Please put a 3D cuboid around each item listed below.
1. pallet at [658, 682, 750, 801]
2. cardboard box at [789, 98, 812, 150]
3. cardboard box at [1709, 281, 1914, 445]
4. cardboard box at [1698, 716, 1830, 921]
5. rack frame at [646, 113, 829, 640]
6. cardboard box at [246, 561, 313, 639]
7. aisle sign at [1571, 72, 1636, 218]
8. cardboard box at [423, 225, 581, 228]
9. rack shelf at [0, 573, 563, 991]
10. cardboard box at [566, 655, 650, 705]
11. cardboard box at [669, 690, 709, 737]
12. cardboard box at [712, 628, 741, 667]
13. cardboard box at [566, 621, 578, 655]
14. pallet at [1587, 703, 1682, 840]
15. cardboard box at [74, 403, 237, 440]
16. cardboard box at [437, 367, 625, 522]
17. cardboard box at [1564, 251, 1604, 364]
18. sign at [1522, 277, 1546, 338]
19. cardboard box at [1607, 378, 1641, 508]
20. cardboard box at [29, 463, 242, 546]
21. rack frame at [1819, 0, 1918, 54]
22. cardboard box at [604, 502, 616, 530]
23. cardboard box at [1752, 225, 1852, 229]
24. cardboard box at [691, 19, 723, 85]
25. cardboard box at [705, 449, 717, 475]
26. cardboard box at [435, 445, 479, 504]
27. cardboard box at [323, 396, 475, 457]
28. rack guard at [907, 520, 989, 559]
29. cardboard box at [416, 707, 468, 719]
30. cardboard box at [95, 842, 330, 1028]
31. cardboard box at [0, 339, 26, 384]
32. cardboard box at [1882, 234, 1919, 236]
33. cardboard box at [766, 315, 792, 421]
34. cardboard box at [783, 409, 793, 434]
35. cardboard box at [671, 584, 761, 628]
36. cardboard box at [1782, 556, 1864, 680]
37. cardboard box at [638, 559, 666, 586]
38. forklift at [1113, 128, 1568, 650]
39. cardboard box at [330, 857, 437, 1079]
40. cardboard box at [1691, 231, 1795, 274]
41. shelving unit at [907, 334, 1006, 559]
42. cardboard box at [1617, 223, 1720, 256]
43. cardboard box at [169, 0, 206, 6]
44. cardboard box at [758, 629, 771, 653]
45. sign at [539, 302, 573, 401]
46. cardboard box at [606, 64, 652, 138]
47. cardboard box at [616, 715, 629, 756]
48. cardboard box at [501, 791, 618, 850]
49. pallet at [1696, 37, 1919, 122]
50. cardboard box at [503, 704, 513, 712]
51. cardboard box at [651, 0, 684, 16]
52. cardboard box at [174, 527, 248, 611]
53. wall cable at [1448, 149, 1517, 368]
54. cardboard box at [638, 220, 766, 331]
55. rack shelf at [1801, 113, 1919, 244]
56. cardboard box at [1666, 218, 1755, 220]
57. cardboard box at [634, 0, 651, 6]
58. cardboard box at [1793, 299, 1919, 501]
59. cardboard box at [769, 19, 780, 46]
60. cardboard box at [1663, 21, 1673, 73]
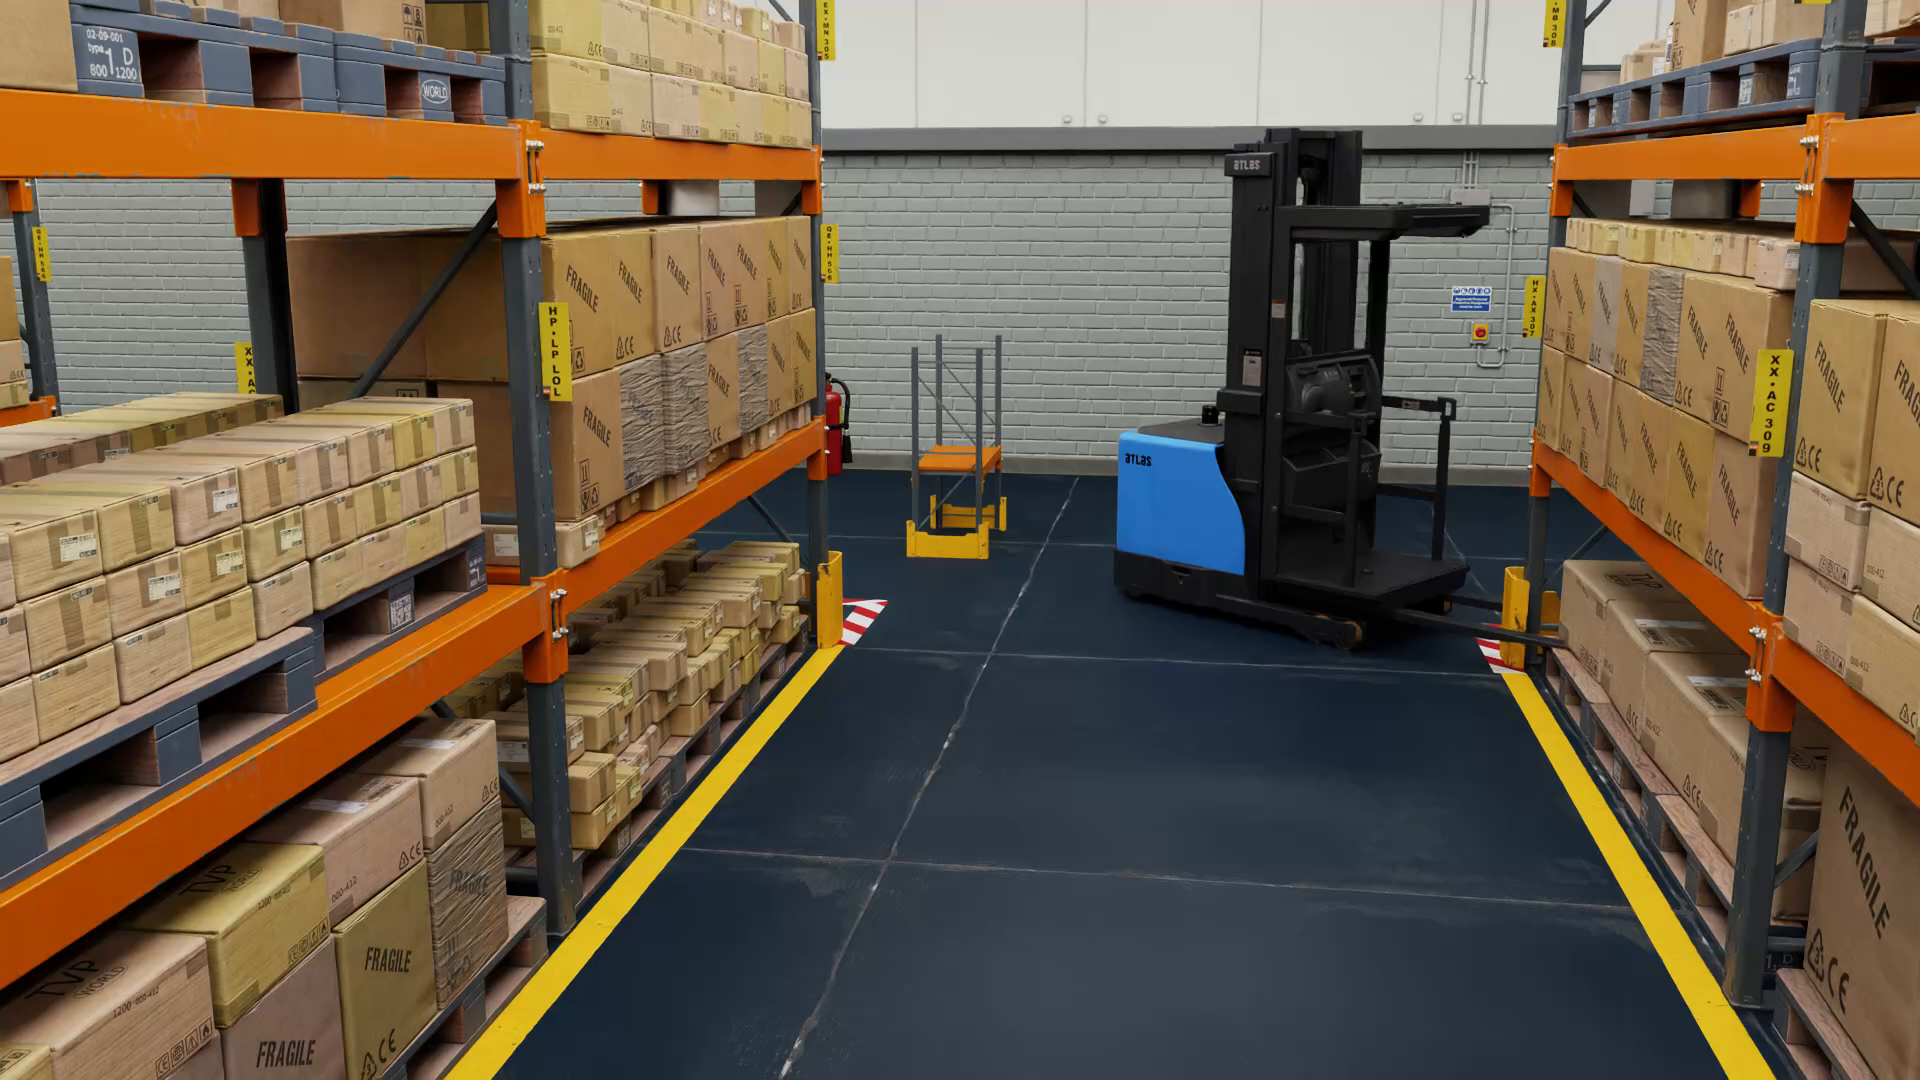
[{"bbox_3d":[-1.638,0.892,7.853,1.003,0.211,1.213,2,12,9],"label":"pallet"},{"bbox_3d":[-1.085,-2.198,8.808,0.500,0.250,0.500,2,12,7],"label":"cardboard box"},{"bbox_3d":[2.815,-0.581,5.458,0.500,0.500,0.500,2,12,8],"label":"cardboard box"},{"bbox_3d":[3.218,0.984,5.893,0.875,0.438,0.875,2,12,8],"label":"cardboard box"},{"bbox_3d":[-1.276,-0.908,9.587,1.000,3.000,0.127,2,12,9],"label":"rack frame"},{"bbox_3d":[-1.912,0.147,4.289,0.380,0.149,0.250,1,12,6],"label":"cardboard box"},{"bbox_3d":[3.355,-2.064,8.780,0.394,0.787,0.004,2,12,9],"label":"aisle sign"},{"bbox_3d":[-1.919,-1.079,7.063,0.500,0.500,0.500,2,12,10],"label":"cardboard box"},{"bbox_3d":[-2.199,0.693,3.867,1.077,0.370,4.000,2,12,9],"label":"rack shelf"},{"bbox_3d":[-1.525,0.592,6.983,0.380,0.149,0.250,2,12,7],"label":"cardboard box"},{"bbox_3d":[-1.358,0.776,7.542,0.380,0.149,0.250,2,12,7],"label":"cardboard box"},{"bbox_3d":[-1.278,0.523,8.010,0.380,0.149,0.250,3,12,11],"label":"cardboard box"},{"bbox_3d":[-1.966,0.466,7.571,0.380,0.149,0.250,1,12,7],"label":"cardboard box"},{"bbox_3d":[3.395,1.017,7.275,1.003,0.211,1.213,2,12,9],"label":"pallet"},{"bbox_3d":[-2.443,-0.323,5.061,0.380,0.149,0.250,2,12,10],"label":"cardboard box"},{"bbox_3d":[-1.566,-0.365,6.122,0.500,0.500,0.500,2,12,8],"label":"cardboard box"},{"bbox_3d":[3.203,-1.108,7.904,0.500,0.500,0.500,2,12,7],"label":"cardboard box"},{"bbox_3d":[3.083,-1.250,8.930,0.100,0.325,0.005,2,12,9],"label":"sign"},{"bbox_3d":[3.066,-0.411,7.042,0.500,0.500,0.500,2,12,11],"label":"cardboard box"},{"bbox_3d":[-1.961,-0.088,3.967,0.380,0.149,0.250,1,12,6],"label":"cardboard box"},{"bbox_3d":[3.015,-2.869,4.445,1.000,3.000,0.127,2,12,9],"label":"rack frame"},{"bbox_3d":[-1.569,-0.114,6.501,0.380,0.149,0.250,1,12,6],"label":"cardboard box"},{"bbox_3d":[3.631,-1.275,7.139,0.380,0.149,0.250,2,12,10],"label":"cardboard box"},{"bbox_3d":[-1.343,-2.124,7.277,0.500,0.250,0.500,1,12,6],"label":"cardboard box"},{"bbox_3d":[-1.357,-0.387,7.766,0.380,0.149,0.250,2,12,10],"label":"cardboard box"},{"bbox_3d":[-1.757,-0.214,5.260,0.380,0.149,0.250,2,12,10],"label":"cardboard box"},{"bbox_3d":[-1.760,-0.359,5.226,0.380,0.149,0.250,2,12,11],"label":"cardboard box"},{"bbox_3d":[-0.088,-0.003,11.912,0.587,0.250,0.087,2,12,9],"label":"rack guard"},{"bbox_3d":[-2.094,0.740,6.300,0.380,0.149,0.250,2,12,10],"label":"cardboard box"},{"bbox_3d":[-1.915,0.955,4.099,0.500,0.250,0.500,1,12,6],"label":"cardboard box"},{"bbox_3d":[-5.974,-1.052,9.907,0.500,0.250,0.500,2,12,8],"label":"cardboard box"},{"bbox_3d":[3.440,-1.006,5.893,0.380,0.149,0.250,2,12,8],"label":"cardboard box"},{"bbox_3d":[-1.175,-0.893,8.576,0.500,0.500,0.500,2,12,8],"label":"cardboard box"},{"bbox_3d":[-1.122,-0.658,9.022,0.380,0.149,0.250,2,12,9],"label":"cardboard box"},{"bbox_3d":[-1.205,0.326,8.219,0.380,0.149,0.250,2,12,11],"label":"cardboard box"},{"bbox_3d":[2.687,0.220,4.707,0.500,0.250,0.500,2,12,7],"label":"cardboard box"},{"bbox_3d":[-1.781,0.197,8.817,0.380,0.149,0.250,2,12,8],"label":"cardboard box"},{"bbox_3d":[2.391,-0.924,9.825,1.130,2.935,3.031,-12,17,-43],"label":"forklift"},{"bbox_3d":[-1.835,1.210,4.694,0.500,0.500,0.500,2,12,7],"label":"cardboard box"},{"bbox_3d":[2.968,-1.075,6.210,0.380,0.149,0.250,2,12,8],"label":"cardboard box"},{"bbox_3d":[-0.012,-0.717,12.262,0.587,1.500,1.083,2,12,9],"label":"shelving unit"},{"bbox_3d":[3.168,-1.340,7.439,0.380,0.149,0.250,2,12,9],"label":"cardboard box"},{"bbox_3d":[-2.259,-1.480,3.880,0.797,0.503,0.637,2,12,8],"label":"cardboard box"},{"bbox_3d":[-1.216,0.506,8.798,0.380,0.149,0.250,2,12,8],"label":"cardboard box"},{"bbox_3d":[-1.342,-0.624,5.522,0.100,0.325,0.005,2,12,9],"label":"sign"},{"bbox_3d":[-1.491,-1.661,6.316,0.500,0.250,0.500,2,12,8],"label":"cardboard box"},{"bbox_3d":[-1.567,0.795,6.749,0.380,0.149,0.250,2,12,8],"label":"cardboard box"},{"bbox_3d":[-1.518,1.048,6.283,0.380,0.149,0.250,1,12,6],"label":"cardboard box"},{"bbox_3d":[3.152,-1.529,5.559,1.003,0.211,1.213,2,12,9],"label":"pallet"},{"bbox_3d":[-1.968,0.730,7.052,0.380,0.149,0.250,2,12,9],"label":"cardboard box"},{"bbox_3d":[-1.358,-2.233,6.836,0.380,0.149,0.250,3,12,11],"label":"cardboard box"},{"bbox_3d":[-1.956,0.060,3.986,0.380,0.149,0.250,2,12,9],"label":"cardboard box"},{"bbox_3d":[4.475,-2.455,14.280,0.585,1.953,0.123,2,12,9],"label":"wall cable"},{"bbox_3d":[-1.250,-1.274,7.968,0.500,0.500,0.500,3,12,12],"label":"cardboard box"},{"bbox_3d":[2.708,-0.634,2.905,1.077,0.370,4.000,2,12,9],"label":"rack shelf"},{"bbox_3d":[3.773,-1.542,8.380,0.380,0.149,0.250,2,12,9],"label":"cardboard box"},{"bbox_3d":[-1.445,-2.177,6.579,0.380,0.149,0.250,1,12,7],"label":"cardboard box"},{"bbox_3d":[2.664,-0.391,4.579,0.500,0.500,0.500,2,12,9],"label":"cardboard box"},{"bbox_3d":[-1.150,-2.613,8.600,0.380,0.149,0.250,2,12,9],"label":"cardboard box"},{"bbox_3d":[3.351,-2.136,7.141,0.500,0.311,0.500,2,12,10],"label":"cardboard box"}]
